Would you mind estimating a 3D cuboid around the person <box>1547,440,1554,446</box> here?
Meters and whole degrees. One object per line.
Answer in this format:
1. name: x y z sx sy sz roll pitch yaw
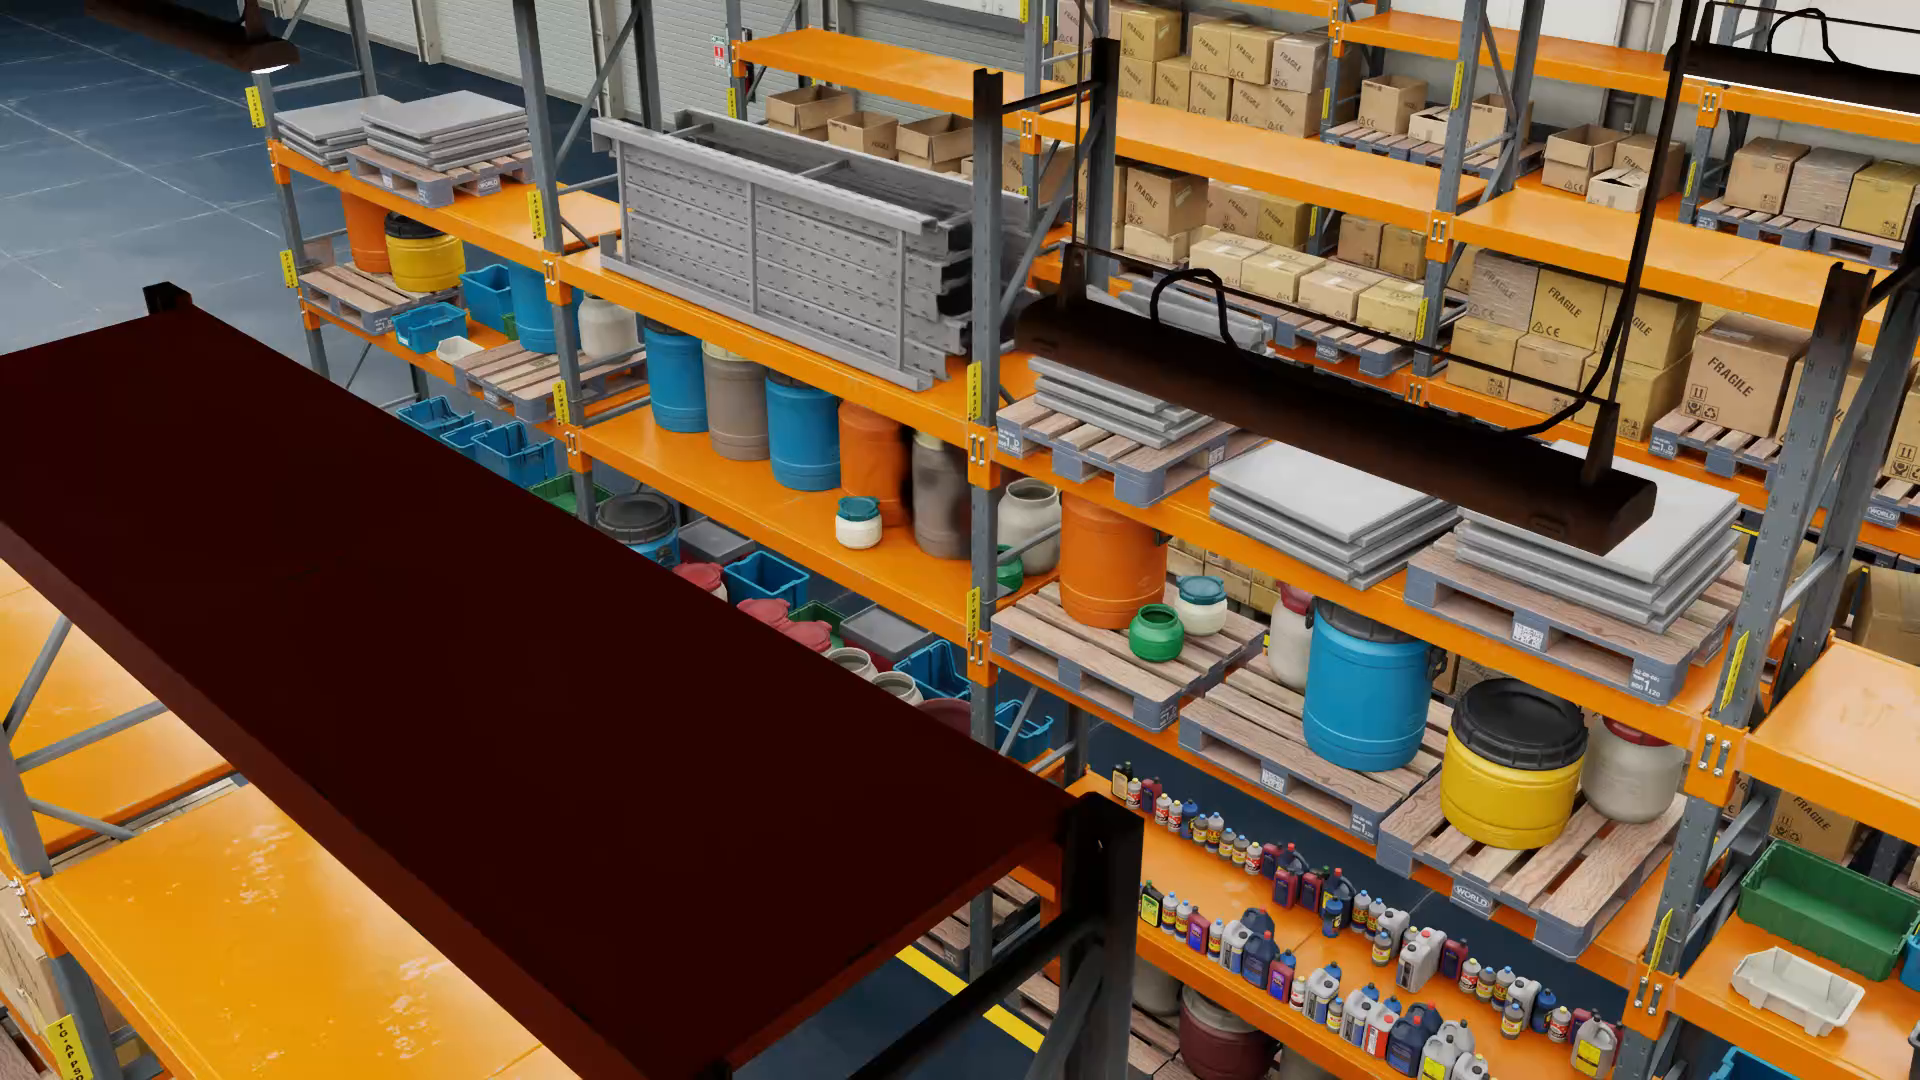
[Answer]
1. person: 5.788 -0.625 15.686 0.930 1.625 0.666 9 31 16
